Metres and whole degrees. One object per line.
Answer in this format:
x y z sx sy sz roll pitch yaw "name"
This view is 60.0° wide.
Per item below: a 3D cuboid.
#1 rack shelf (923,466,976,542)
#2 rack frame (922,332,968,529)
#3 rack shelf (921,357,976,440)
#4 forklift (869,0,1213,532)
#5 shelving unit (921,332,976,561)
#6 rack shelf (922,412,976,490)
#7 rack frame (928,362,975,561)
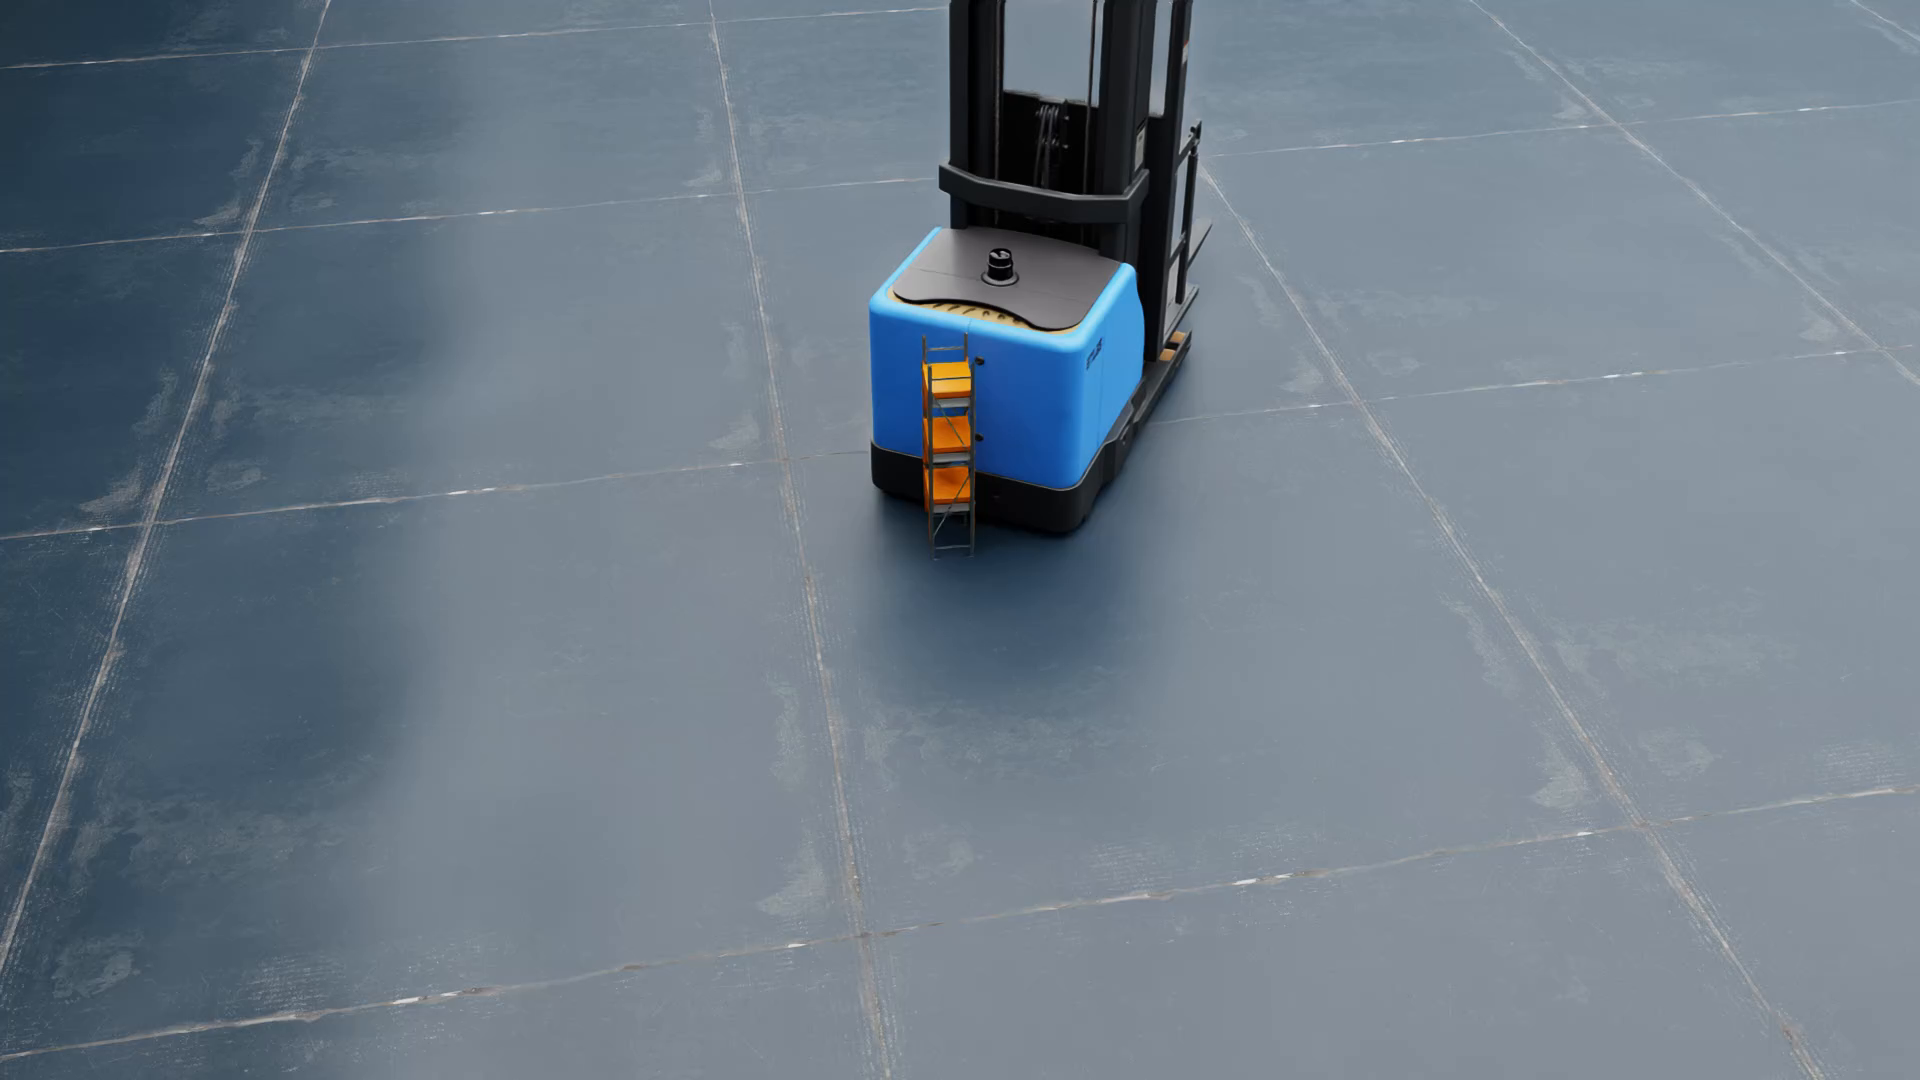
-0.051 -0.172 7.586 0.215 0.259 0.240 -4 38 -5 "rack shelf"
-0.065 -0.475 7.505 0.200 1.050 0.008 -4 38 -5 "rack frame"
-0.051 -0.616 7.242 0.215 0.259 0.240 -4 38 -5 "rack shelf"
0.604 -2.098 8.061 1.130 2.935 3.031 14 40 17 "forklift"
-0.051 -0.400 7.409 0.215 1.050 0.252 -4 38 -5 "shelving unit"
-0.051 -0.392 7.416 0.215 0.259 0.240 -4 38 -5 "rack shelf"
-0.037 -0.326 7.314 0.200 1.050 0.008 -4 38 -5 "rack frame"
